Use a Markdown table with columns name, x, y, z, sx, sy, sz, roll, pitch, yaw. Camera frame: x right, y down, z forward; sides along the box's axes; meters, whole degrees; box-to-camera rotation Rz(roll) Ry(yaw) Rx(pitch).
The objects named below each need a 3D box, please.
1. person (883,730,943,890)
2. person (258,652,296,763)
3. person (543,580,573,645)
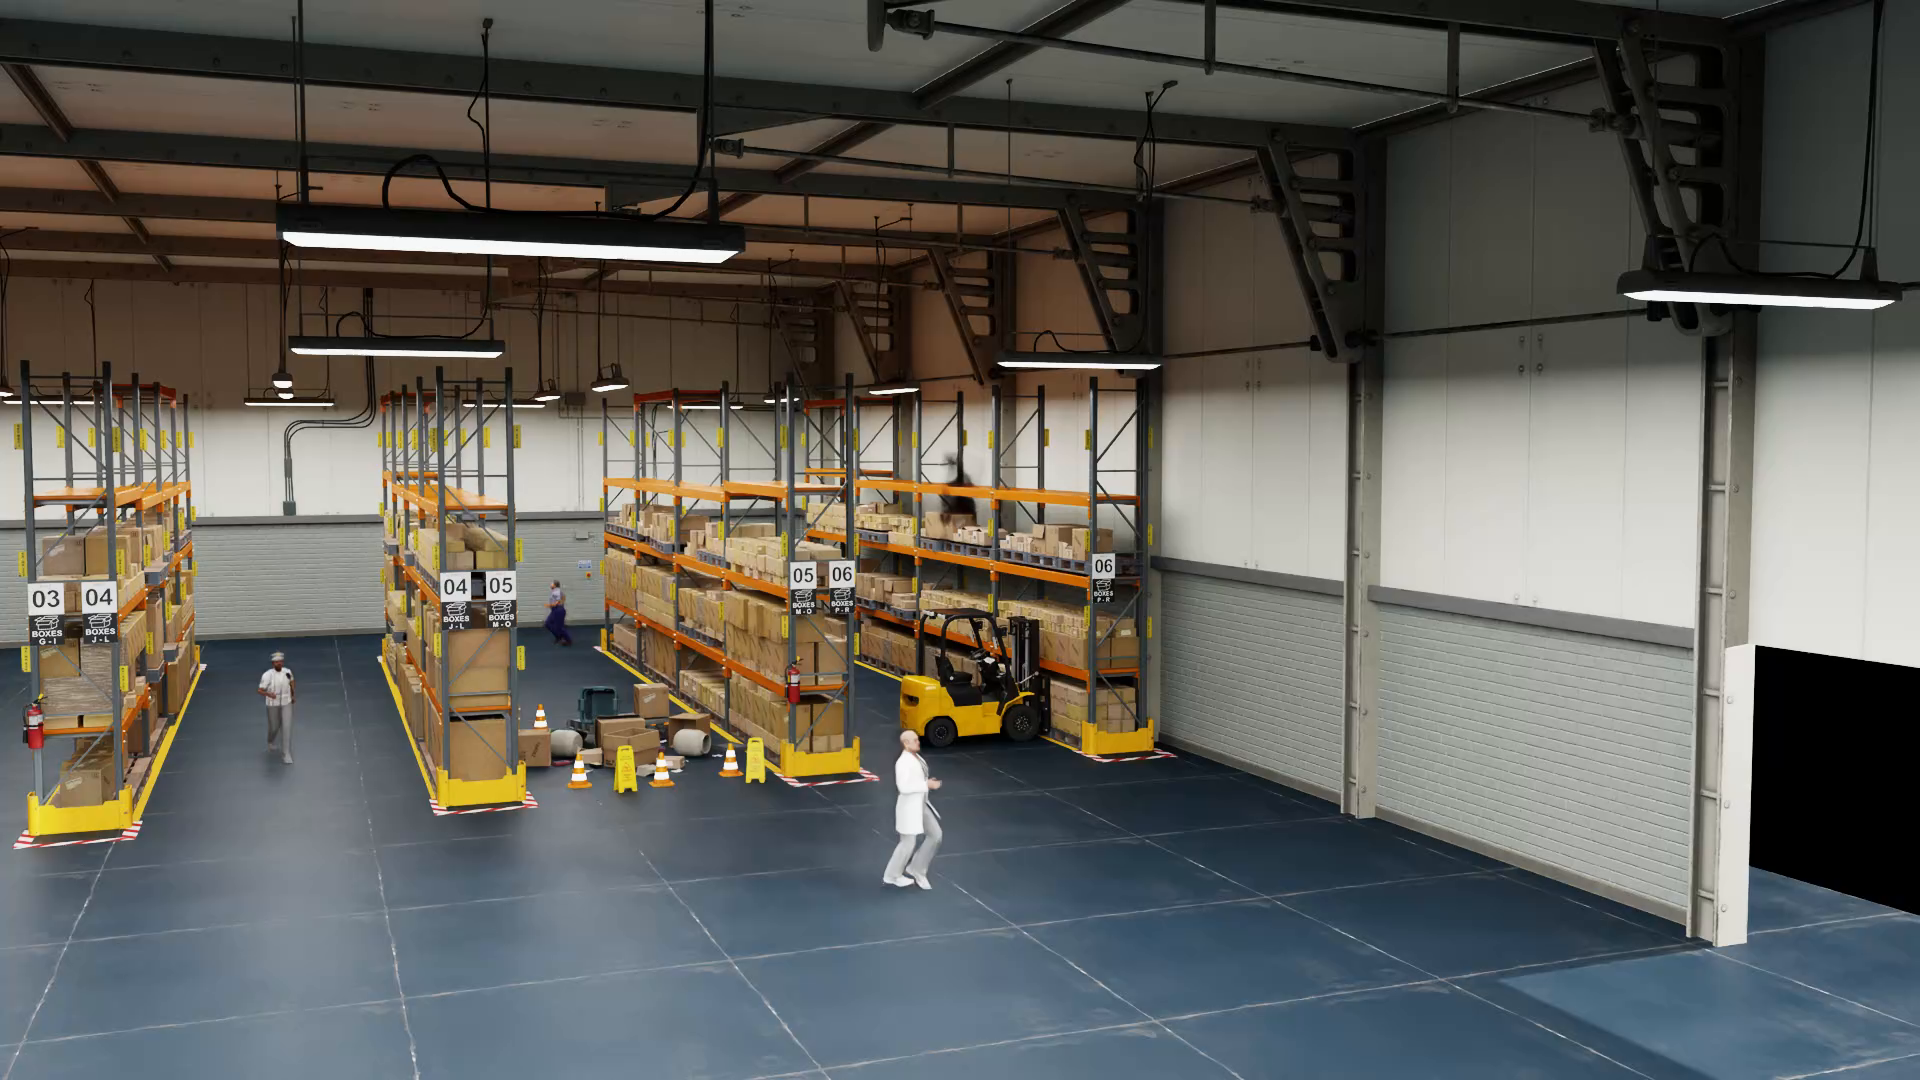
| name | x | y | z | sx | sy | sz | roll | pitch | yaw |
| --- | --- | --- | --- | --- | --- | --- | --- | --- | --- |
| person | -0.496 | 3.014 | 18.456 | 0.763 | 1.812 | 0.689 | 1 | 4 | 23 |
| person | -10.655 | 2.580 | 25.959 | 0.562 | 1.685 | 0.927 | -2 | 4 | -34 |
| person | -9.795 | 1.761 | 40.426 | 0.695 | 1.603 | 0.565 | -1 | 4 | -16 |
